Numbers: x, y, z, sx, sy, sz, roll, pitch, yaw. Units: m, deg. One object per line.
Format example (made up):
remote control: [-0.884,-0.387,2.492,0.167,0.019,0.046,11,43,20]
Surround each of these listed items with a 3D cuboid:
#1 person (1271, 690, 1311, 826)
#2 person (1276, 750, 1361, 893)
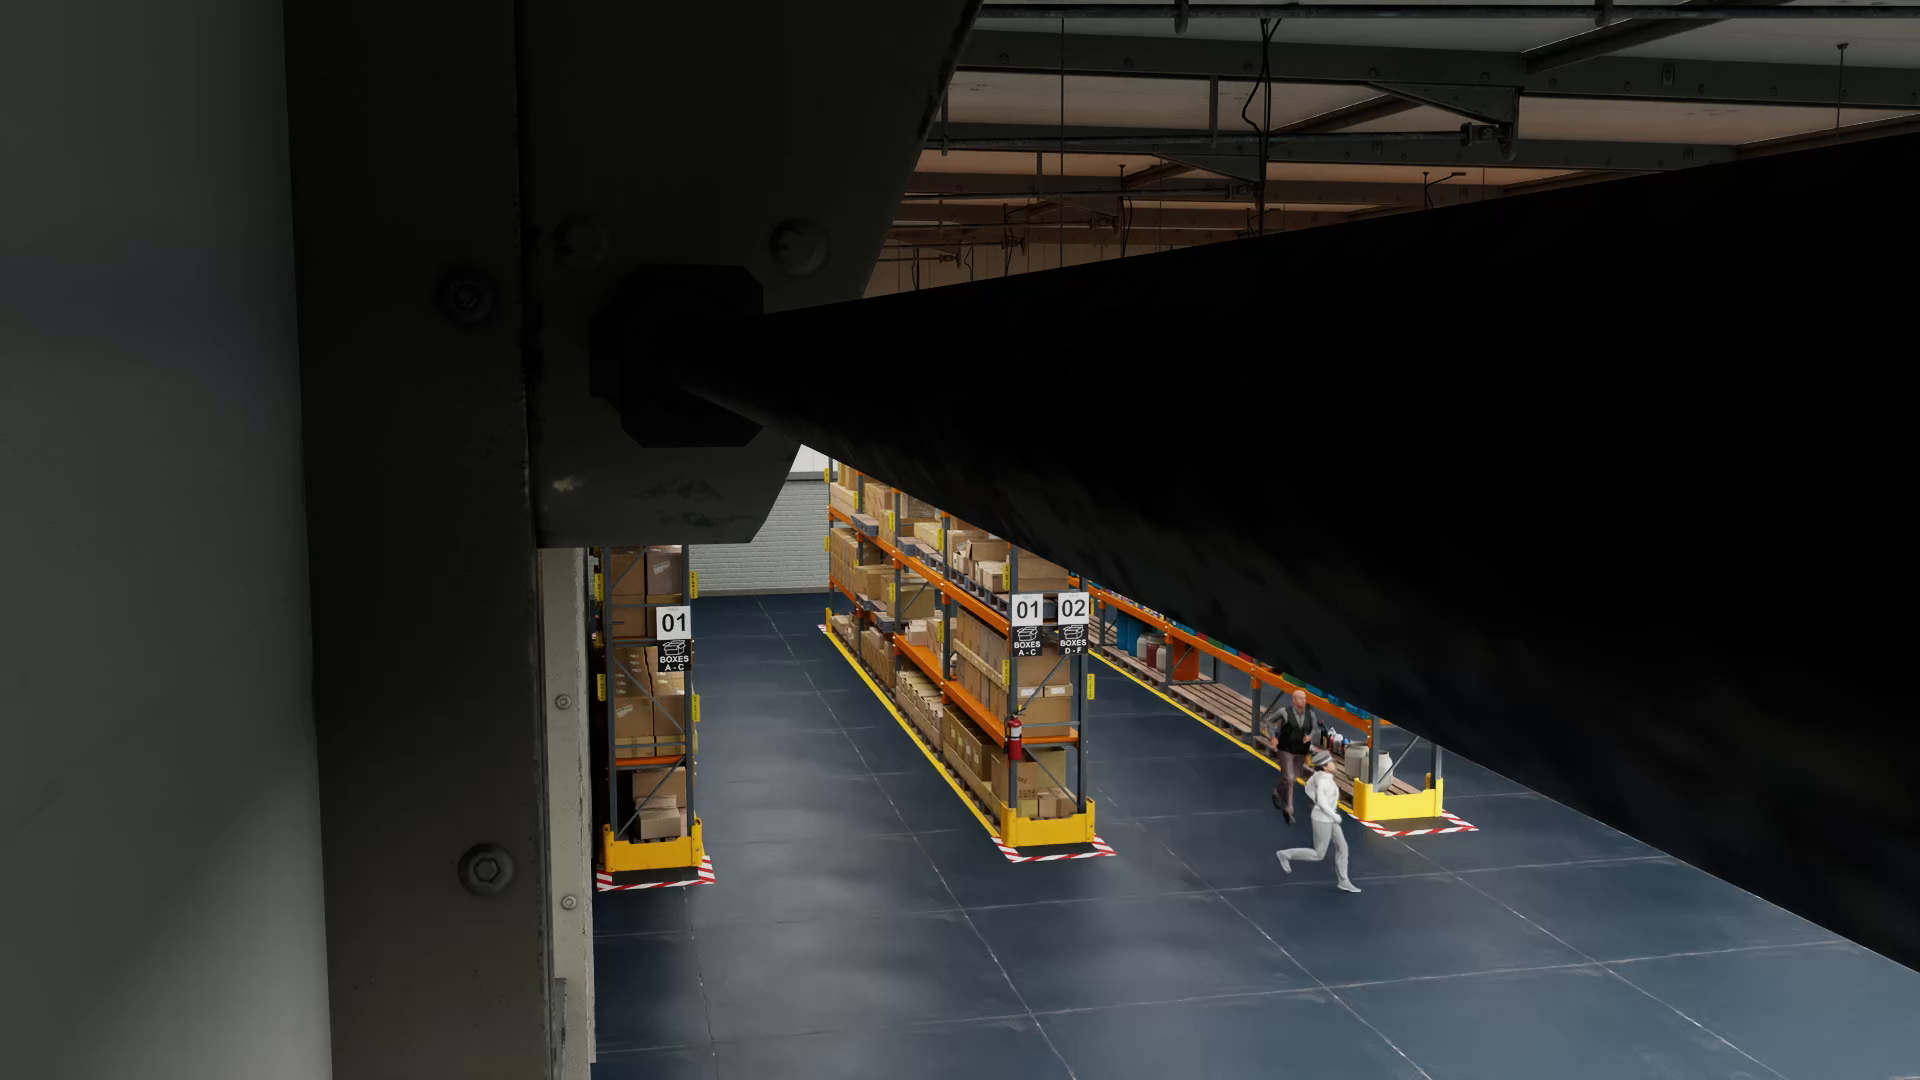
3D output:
person: [4.398,2.870,22.200,0.517,1.766,0.868,-2,7,-15]
person: [4.180,3.250,19.240,0.956,1.687,0.372,2,7,14]
